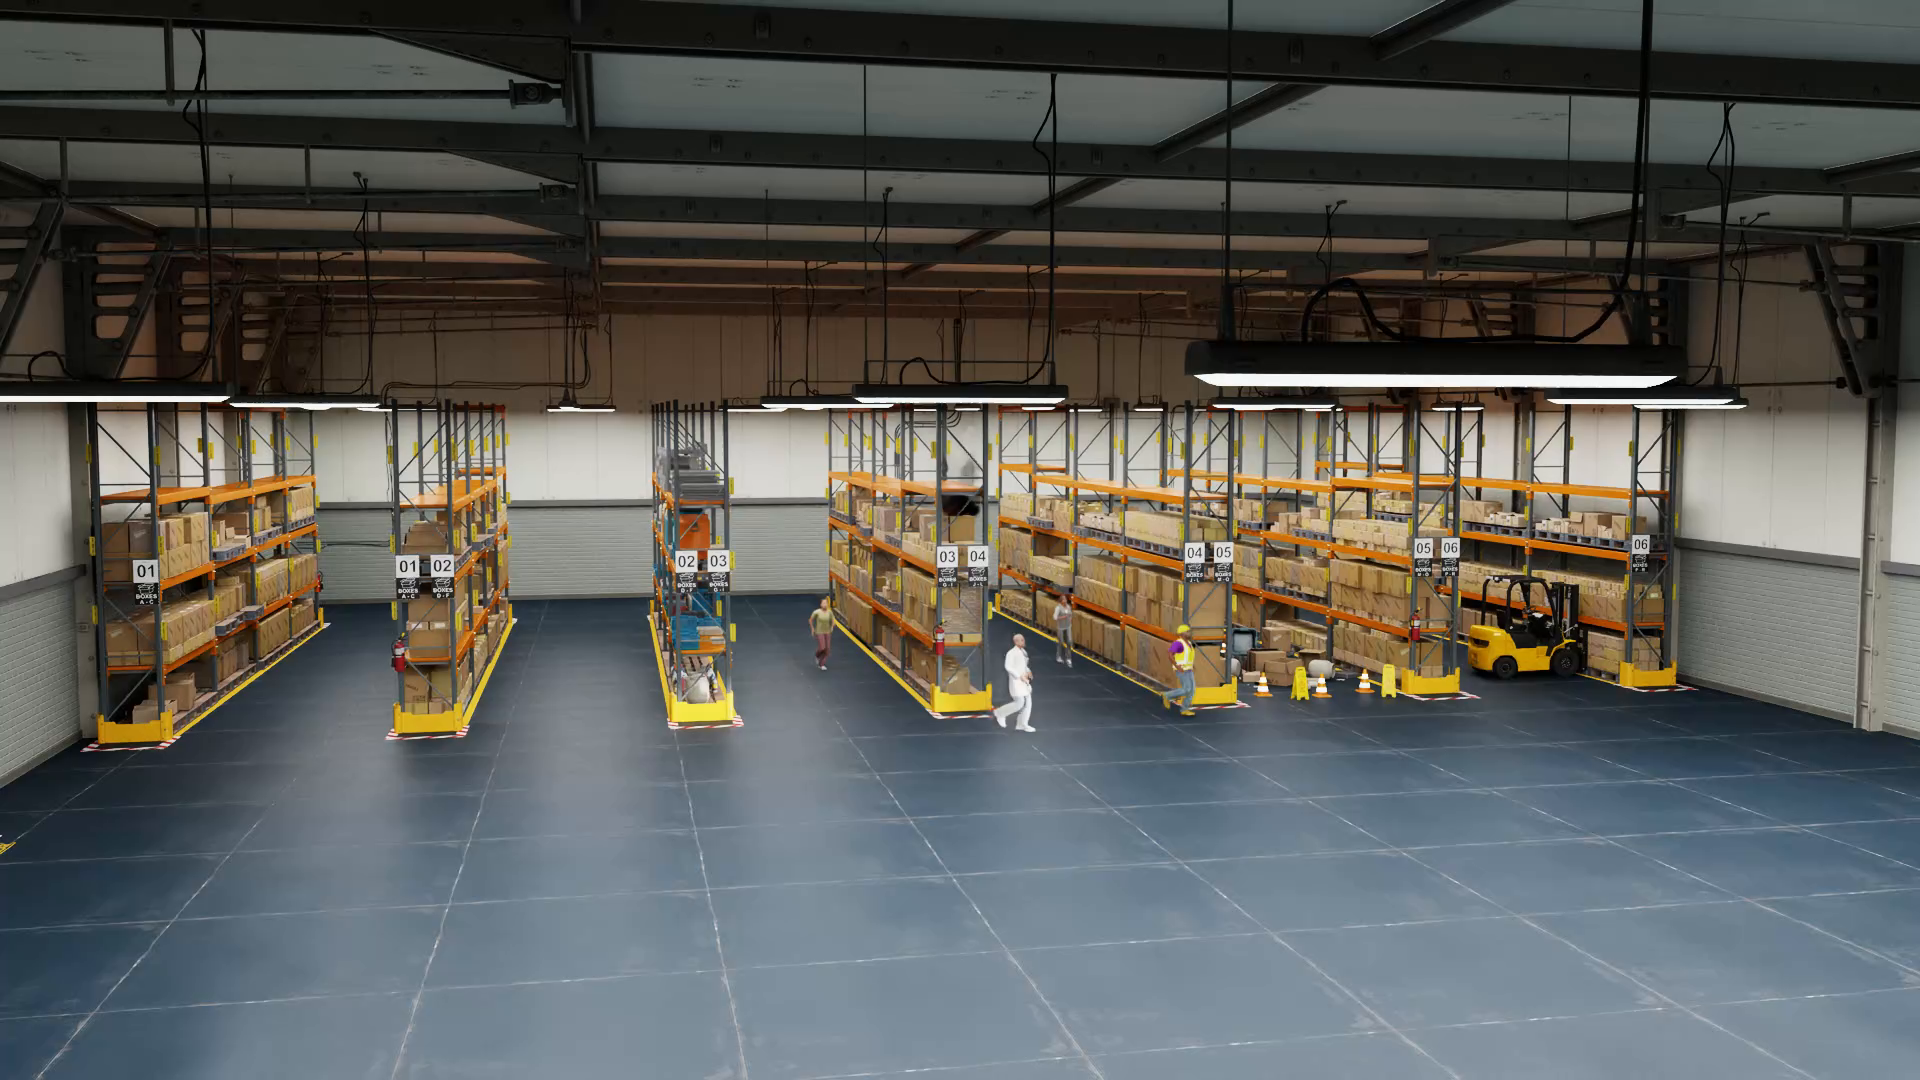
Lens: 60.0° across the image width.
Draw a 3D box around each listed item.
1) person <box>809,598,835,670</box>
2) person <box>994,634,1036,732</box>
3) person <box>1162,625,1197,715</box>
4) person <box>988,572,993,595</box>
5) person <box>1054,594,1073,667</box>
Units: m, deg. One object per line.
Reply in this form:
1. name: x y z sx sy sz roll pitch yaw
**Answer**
1. person: -3.057 2.106 37.271 0.567 1.619 0.577 -2 5 -23
2. person: 1.014 2.580 30.153 0.772 1.763 0.738 2 5 25
3. person: 4.268 2.483 31.827 0.659 1.714 0.768 3 5 32
4. person: 0.597 1.430 45.457 0.644 1.741 0.588 -1 4 -10
5. person: 2.365 2.059 37.961 0.522 1.639 0.700 -1 4 -16
